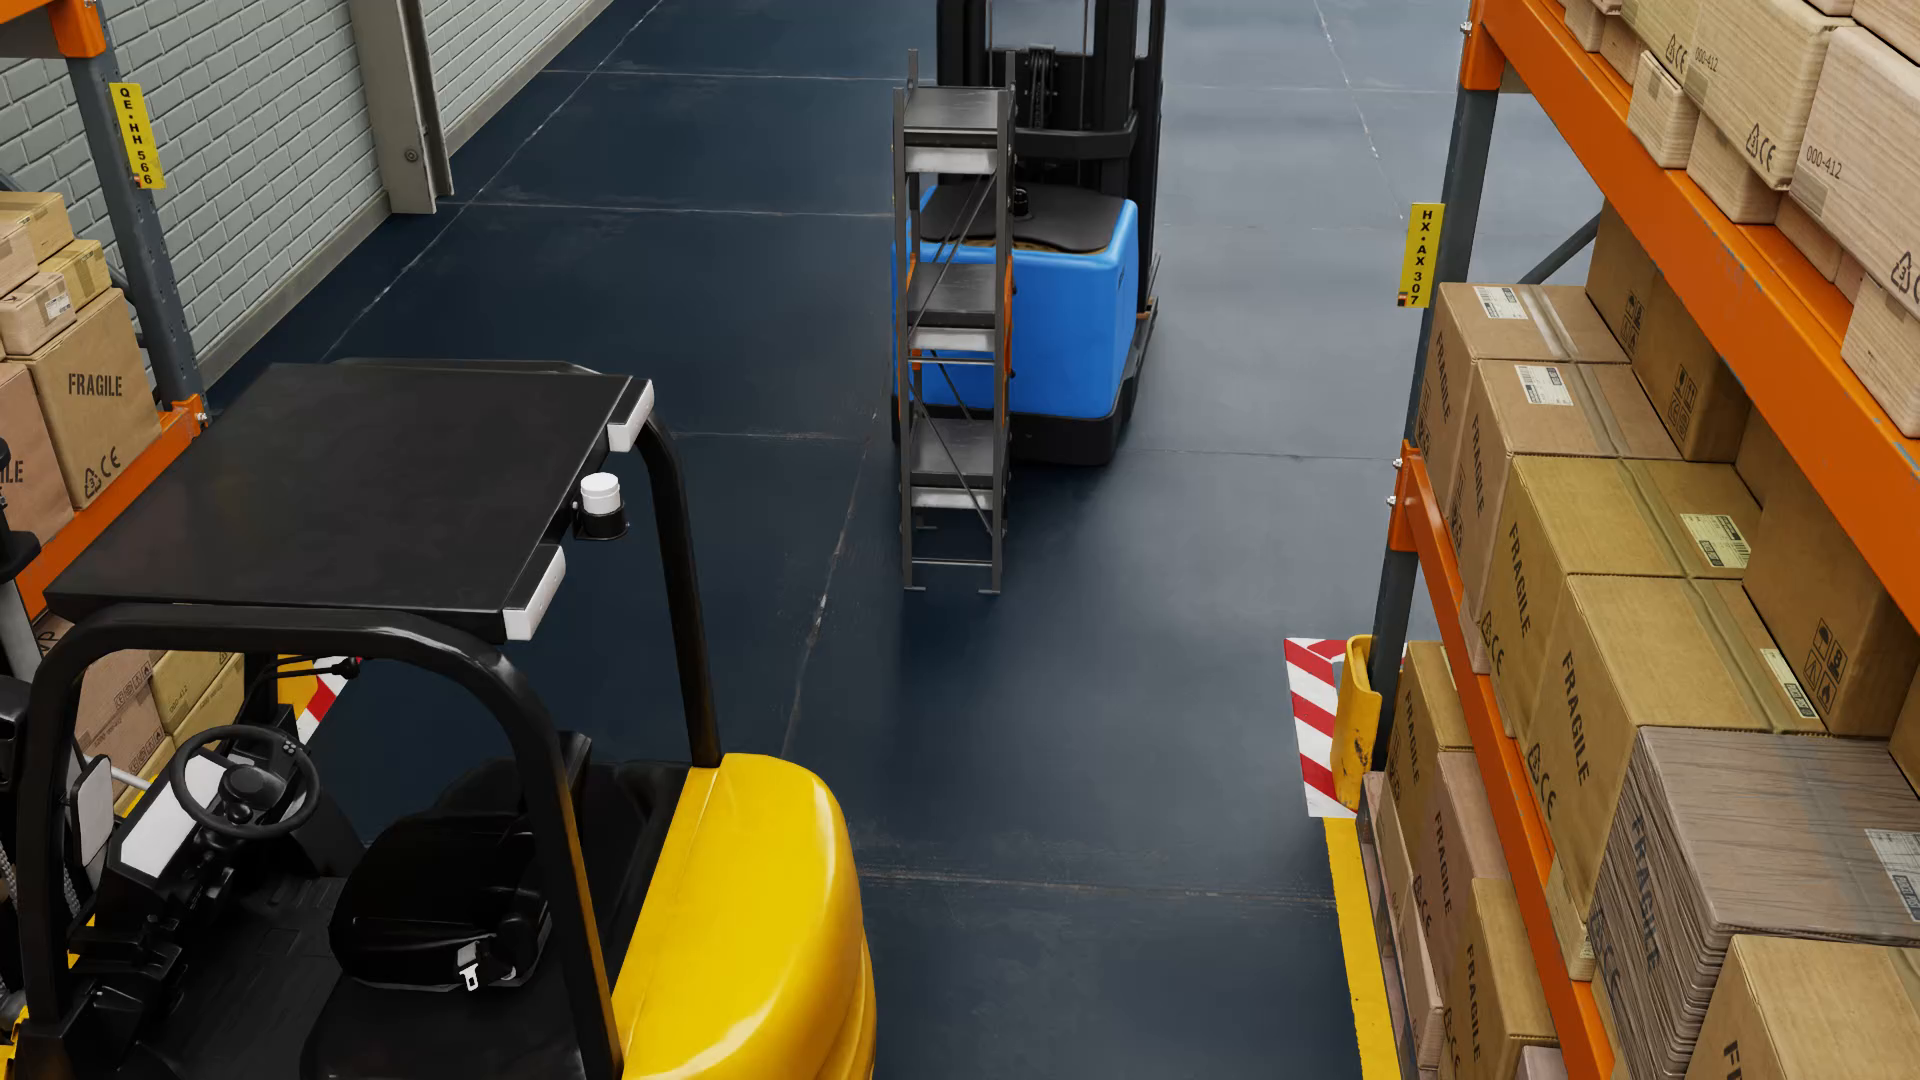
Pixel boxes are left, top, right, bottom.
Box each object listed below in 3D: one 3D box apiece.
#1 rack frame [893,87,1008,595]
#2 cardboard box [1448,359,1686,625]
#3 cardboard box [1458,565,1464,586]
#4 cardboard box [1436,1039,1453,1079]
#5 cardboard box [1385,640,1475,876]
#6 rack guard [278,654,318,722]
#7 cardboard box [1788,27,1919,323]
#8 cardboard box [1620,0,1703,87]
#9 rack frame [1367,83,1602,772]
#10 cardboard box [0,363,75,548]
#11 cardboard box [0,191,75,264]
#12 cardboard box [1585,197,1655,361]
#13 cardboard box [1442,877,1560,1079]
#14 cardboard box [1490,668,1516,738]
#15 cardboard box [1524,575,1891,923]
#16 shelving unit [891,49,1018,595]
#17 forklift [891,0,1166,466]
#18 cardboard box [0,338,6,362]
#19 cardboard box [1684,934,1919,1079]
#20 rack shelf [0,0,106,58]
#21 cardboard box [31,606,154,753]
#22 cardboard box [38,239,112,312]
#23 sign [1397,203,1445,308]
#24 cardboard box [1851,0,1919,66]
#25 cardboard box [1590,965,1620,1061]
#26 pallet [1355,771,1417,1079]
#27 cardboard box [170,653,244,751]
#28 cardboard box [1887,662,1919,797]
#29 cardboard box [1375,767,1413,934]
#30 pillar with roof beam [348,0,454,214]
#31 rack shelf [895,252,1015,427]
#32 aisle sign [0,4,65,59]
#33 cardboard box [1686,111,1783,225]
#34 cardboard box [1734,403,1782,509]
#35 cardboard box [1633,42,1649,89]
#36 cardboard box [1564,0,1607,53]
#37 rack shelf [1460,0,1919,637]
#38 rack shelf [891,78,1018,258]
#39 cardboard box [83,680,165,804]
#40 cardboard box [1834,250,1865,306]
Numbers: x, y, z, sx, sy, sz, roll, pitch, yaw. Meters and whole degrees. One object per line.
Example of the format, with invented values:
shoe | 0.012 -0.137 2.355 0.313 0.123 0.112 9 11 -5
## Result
rack frame | -0.033 -0.680 6.352 0.400 2.100 0.015 2 32 4
cardboard box | 1.556 -0.113 4.195 0.500 0.500 0.500 3 32 5
cardboard box | 1.567 0.093 4.479 0.380 0.149 0.250 1 32 2
cardboard box | 1.488 1.504 4.171 0.500 0.250 0.500 5 32 7
cardboard box | 1.567 0.645 4.851 0.500 0.500 0.500 1 32 2
rack guard | -3.036 0.391 6.139 1.175 0.500 0.348 2 32 4
cardboard box | 1.448 -0.471 2.156 0.500 0.250 0.500 2 32 3
cardboard box | 1.535 -1.004 3.021 0.500 0.250 0.500 3 32 5
rack frame | 1.910 -0.450 5.122 1.000 3.000 0.127 2 32 4
cardboard box | -2.867 -0.164 4.561 0.500 0.500 0.500 3 32 6
cardboard box | -2.857 -0.910 4.870 0.380 0.149 0.250 3 32 4
cardboard box | 2.086 -0.769 4.307 0.700 0.500 0.500 2 32 3
cardboard box | 1.480 1.180 3.982 0.500 0.500 0.500 3 32 5
cardboard box | 1.513 0.361 4.045 0.380 0.149 0.250 3 32 5
cardboard box | 1.482 0.420 3.331 0.500 0.500 0.500 2 32 3
shelving unit | -0.013 -0.807 6.559 0.431 2.100 0.503 2 32 4
forklift | 0.479 -2.350 8.270 1.130 2.935 3.031 6 32 10
cardboard box | -2.860 -0.518 4.518 0.380 0.149 0.250 3 32 5
cardboard box | 1.408 0.959 2.455 0.500 0.500 0.500 3 32 6
rack shelf | -3.200 -0.585 3.168 1.077 0.370 4.000 2 32 4
cardboard box | -2.800 0.427 4.966 0.500 0.250 0.500 3 32 5
cardboard box | -2.786 -0.786 4.953 0.380 0.149 0.250 3 32 5
sign | 1.369 -0.842 4.932 0.100 0.325 0.005 2 32 4
cardboard box | 1.431 -0.725 2.187 0.380 0.149 0.250 3 32 5
cardboard box | 1.437 0.903 3.165 0.380 0.149 0.250 2 32 3
pallet | 1.802 1.200 5.102 1.003 0.211 1.213 2 32 4
cardboard box | -2.761 0.590 5.653 0.500 0.250 0.500 3 32 4
cardboard box | 1.968 0.298 2.576 0.700 0.500 0.500 2 32 3
cardboard box | 1.569 0.951 5.068 0.500 0.250 0.500 2 32 4
pillar with roof beam | 0.787 -5.842 8.153 9.100 9.000 0.400 2 32 4
rack shelf | -0.013 -0.796 6.566 0.431 0.518 0.480 2 32 4
aisle sign | -2.739 -1.789 4.816 0.394 0.787 0.004 2 32 4
cardboard box | 1.477 -0.646 2.819 0.380 0.149 0.250 2 32 3
cardboard box | 2.098 -0.233 3.438 0.700 0.500 0.500 2 32 3
cardboard box | 1.558 -0.913 3.253 0.380 0.149 0.250 2 32 2
cardboard box | 1.572 -1.183 3.690 0.380 0.149 0.250 3 32 5
rack shelf | 1.747 -0.375 2.827 1.077 0.370 4.000 2 32 4
rack shelf | -0.014 -1.392 6.199 0.431 0.518 0.480 2 32 4
cardboard box | -2.817 0.648 5.083 0.500 0.250 0.500 2 32 4
cardboard box | 1.509 -0.376 2.382 0.380 0.149 0.250 3 32 5
